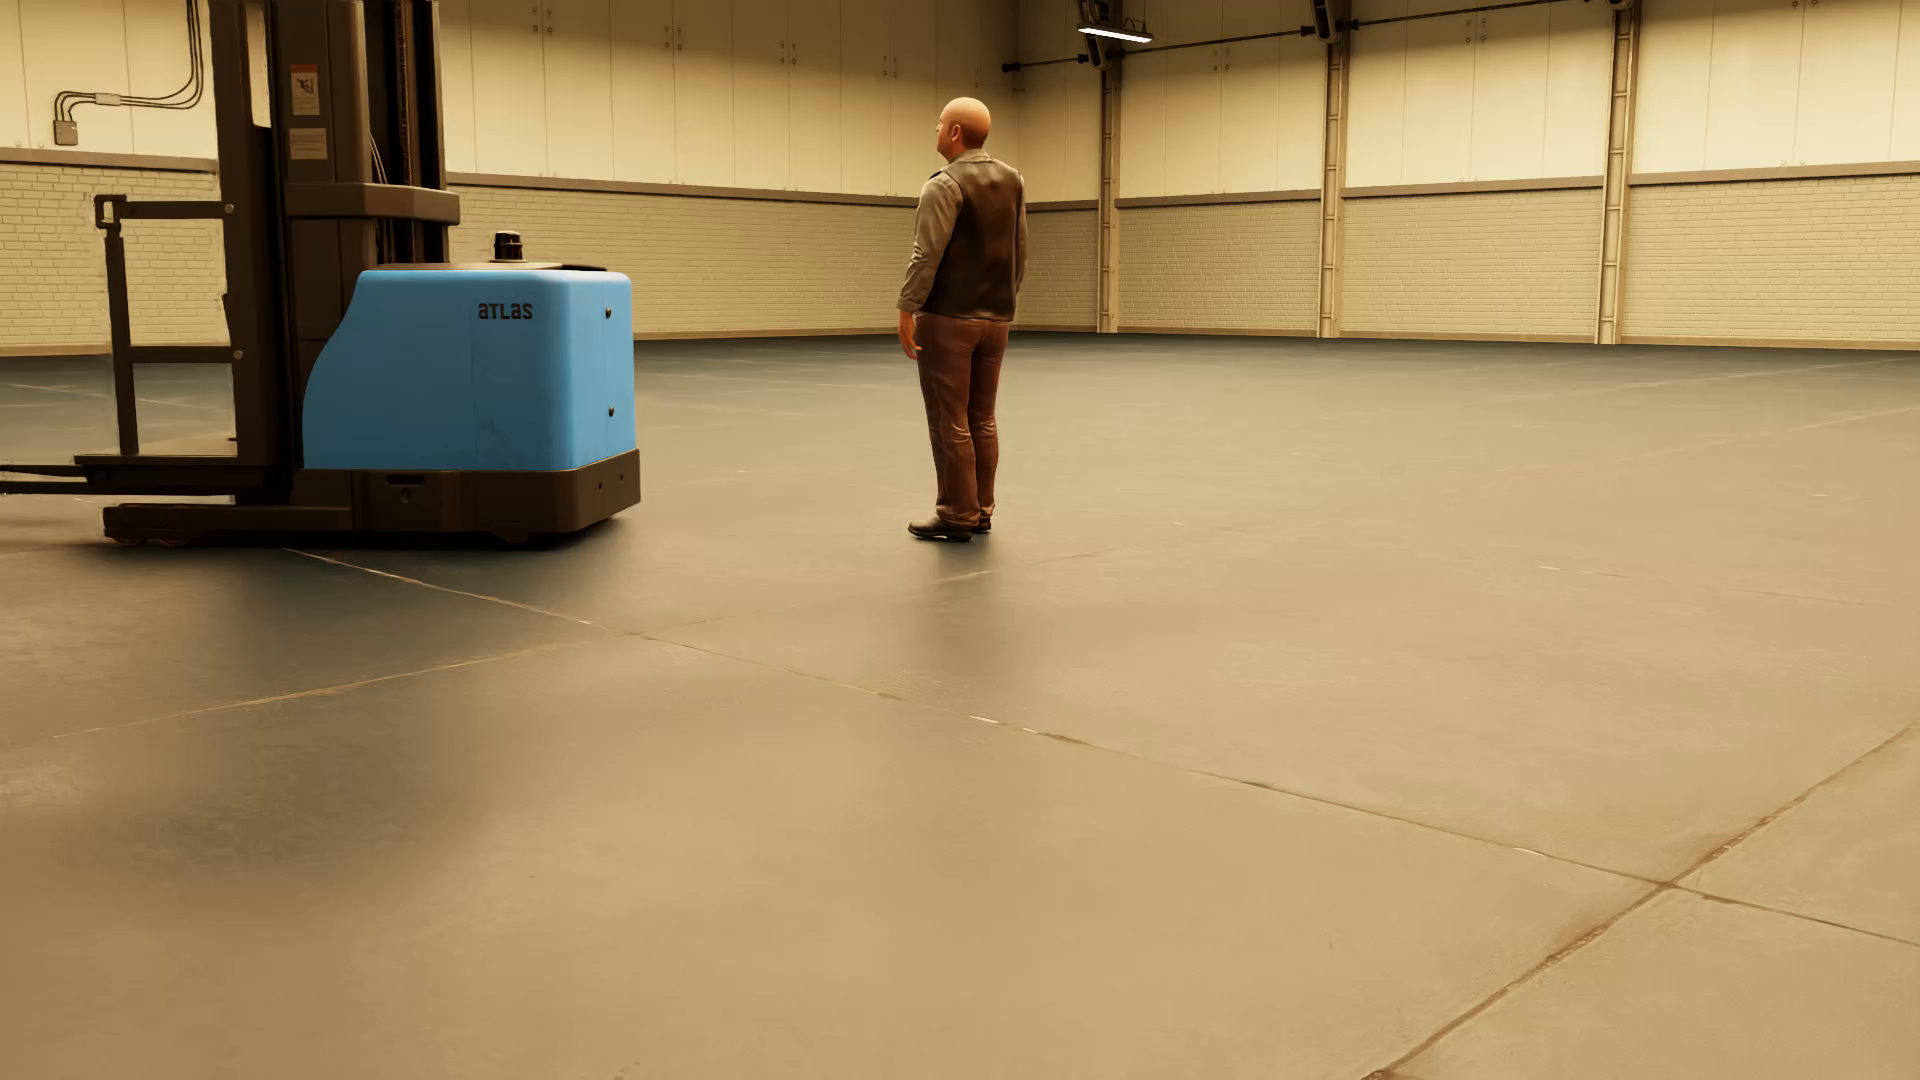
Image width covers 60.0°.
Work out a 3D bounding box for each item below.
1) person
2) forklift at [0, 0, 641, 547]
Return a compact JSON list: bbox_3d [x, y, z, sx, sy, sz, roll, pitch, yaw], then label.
[{"bbox_3d":[-0.041,-0.865,6.637,0.565,1.723,0.634,8,12,43],"label":"person"},{"bbox_3d":[-2.955,-1.500,6.836,3.031,2.935,1.130,1,9,5],"label":"forklift"}]
